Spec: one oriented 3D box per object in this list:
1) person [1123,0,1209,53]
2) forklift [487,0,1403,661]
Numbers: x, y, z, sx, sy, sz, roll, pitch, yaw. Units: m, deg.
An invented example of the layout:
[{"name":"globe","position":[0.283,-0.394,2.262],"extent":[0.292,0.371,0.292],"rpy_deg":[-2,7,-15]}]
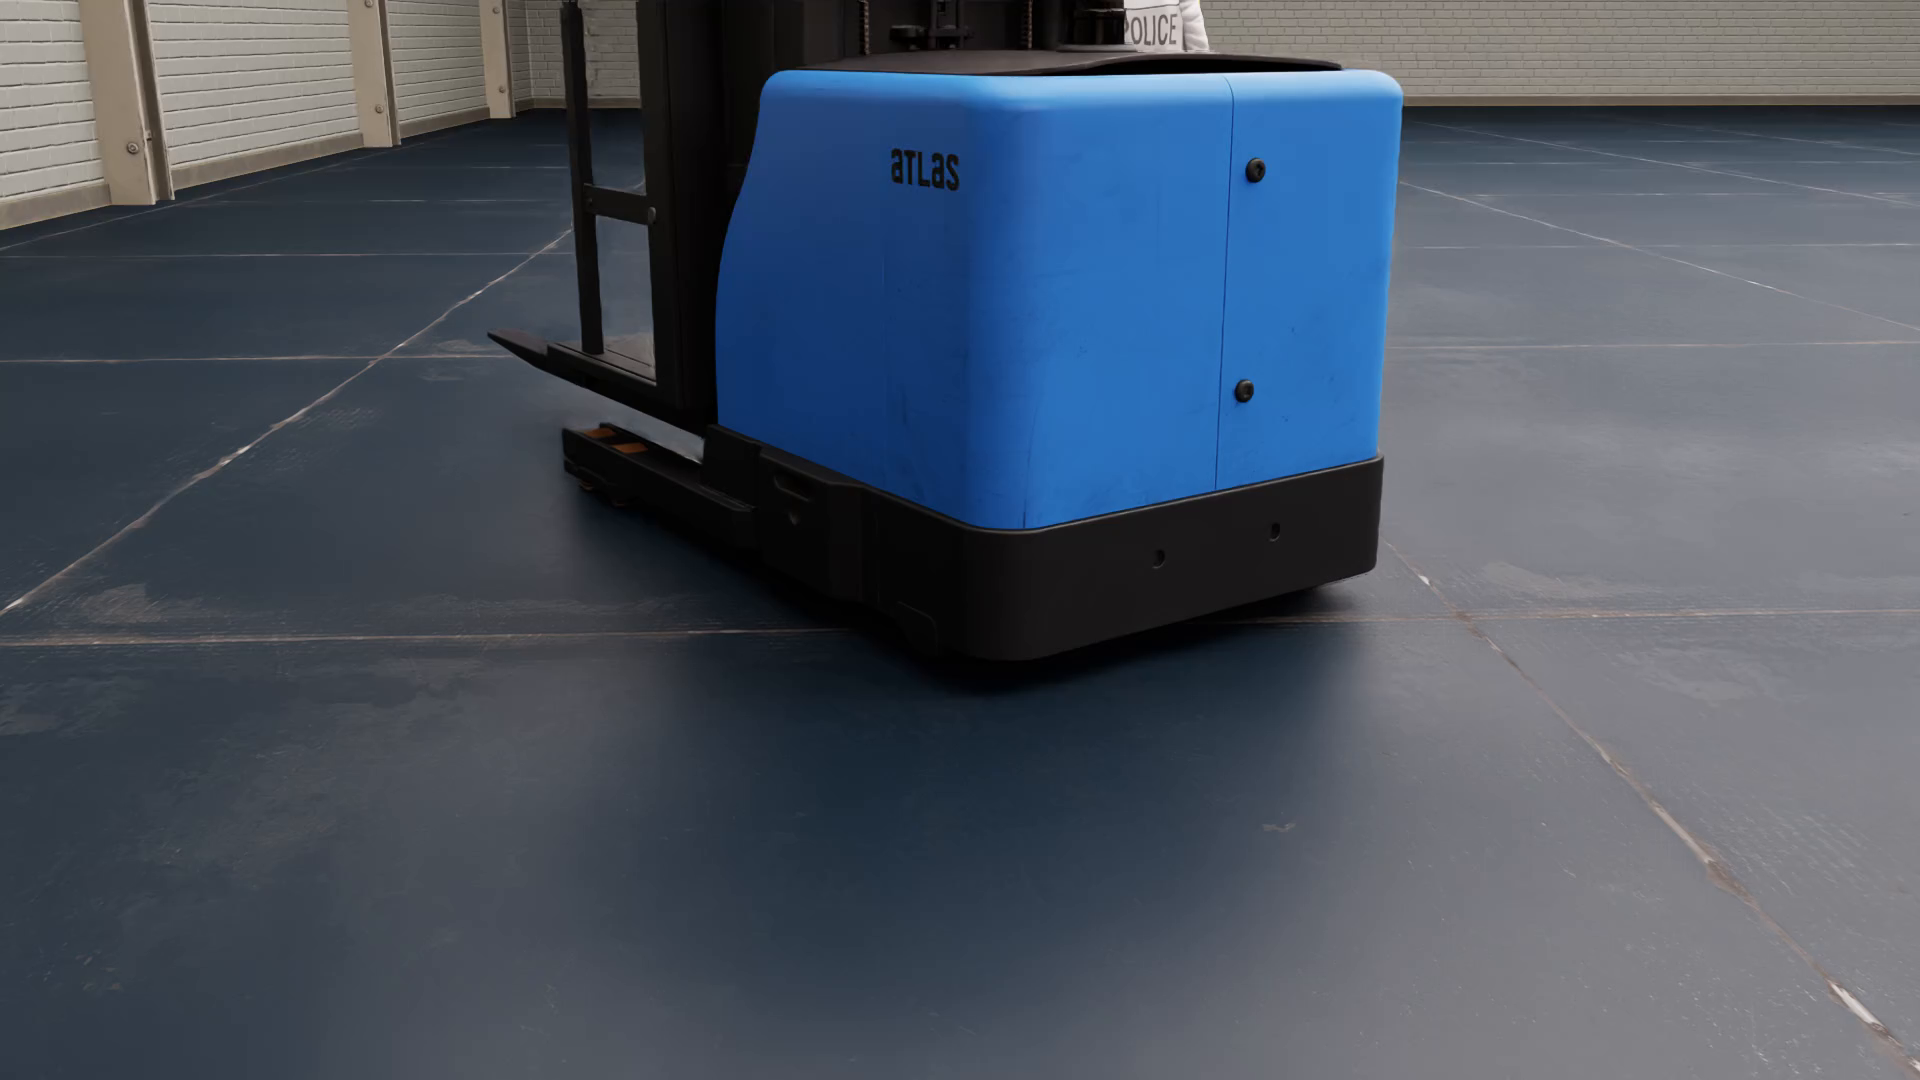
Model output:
[{"name":"person","position":[0.711,-1.781,6.825],"extent":[0.580,1.698,0.528],"rpy_deg":[-2,17,-8]},{"name":"forklift","position":[-0.380,-1.554,3.989],"extent":[1.130,2.935,3.031],"rpy_deg":[-12,20,-33]}]
